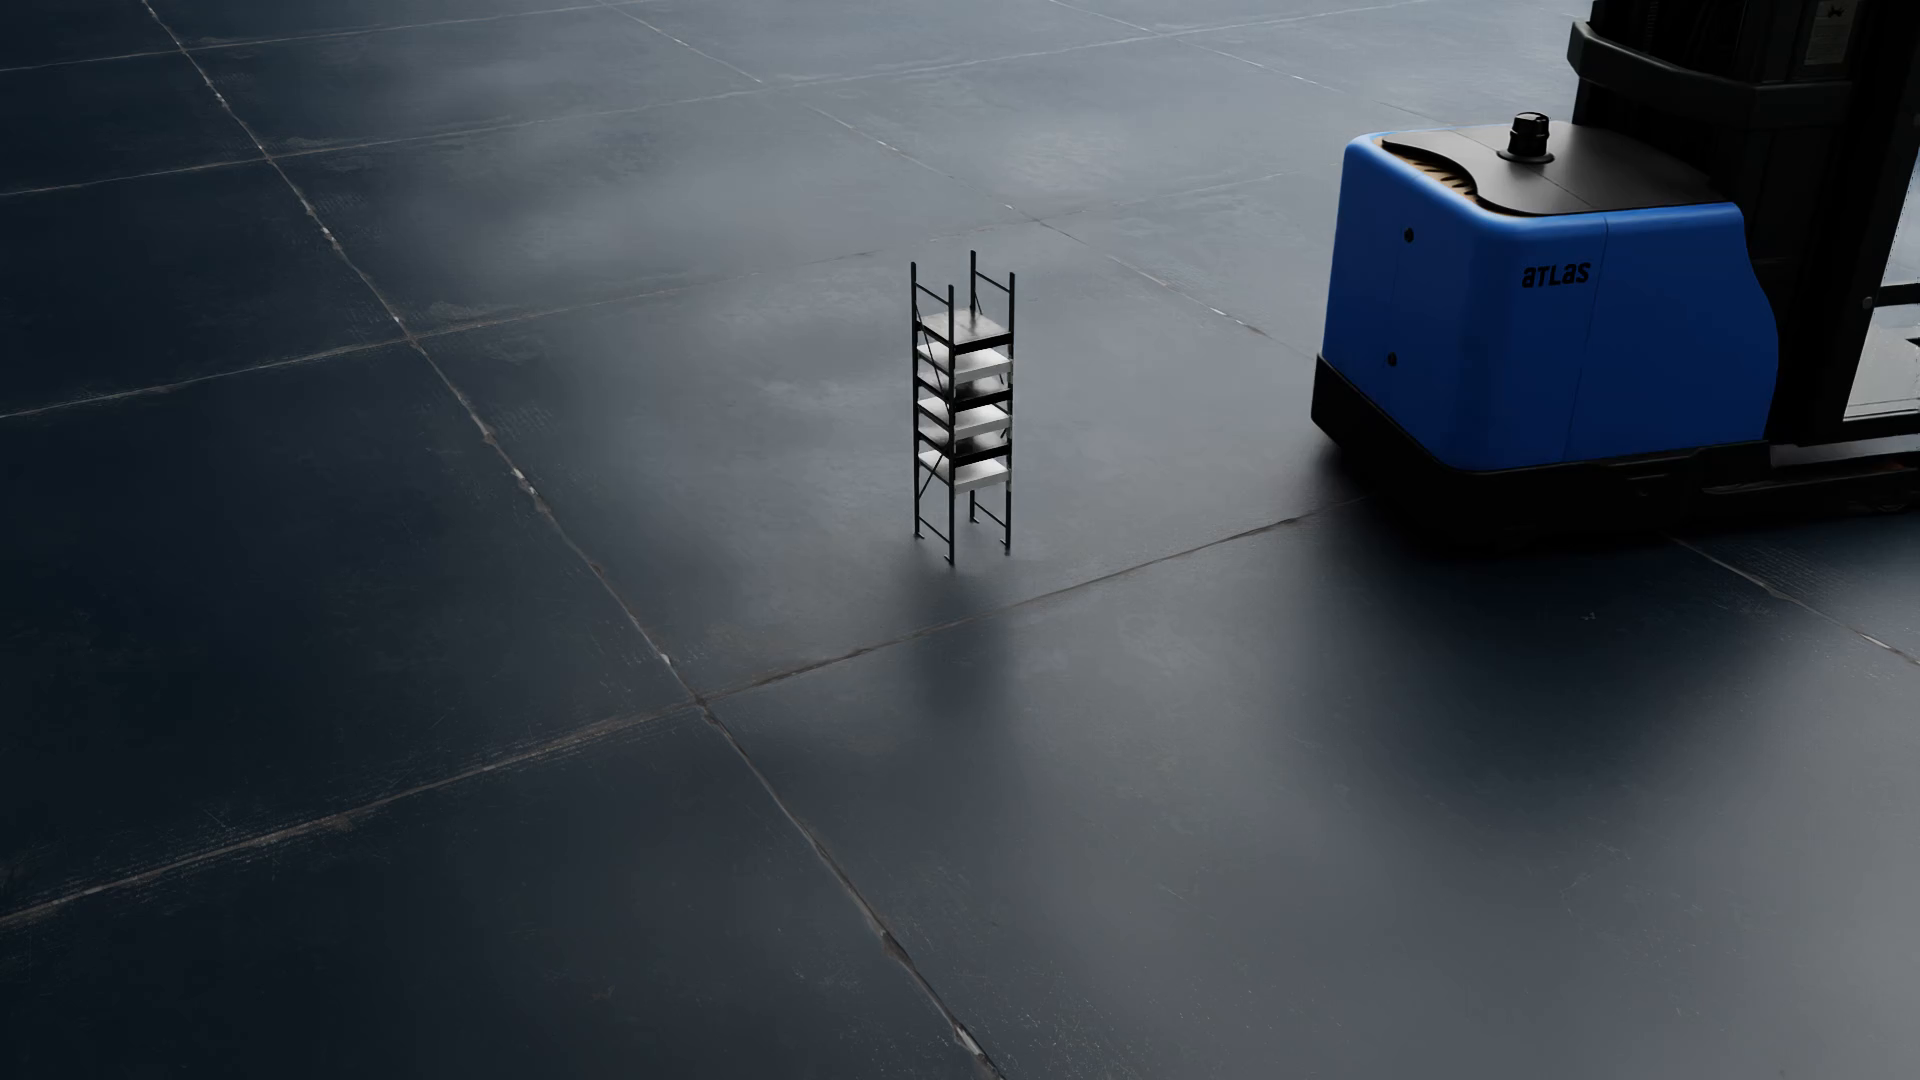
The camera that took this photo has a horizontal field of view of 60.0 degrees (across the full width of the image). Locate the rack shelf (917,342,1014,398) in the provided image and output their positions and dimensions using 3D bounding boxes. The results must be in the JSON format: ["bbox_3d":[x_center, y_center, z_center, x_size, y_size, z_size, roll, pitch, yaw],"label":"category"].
[{"bbox_3d":[0.007,-0.524,4.965,0.200,0.077,0.258,-16,33,-26],"label":"rack shelf"}]

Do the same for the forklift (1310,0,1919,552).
[{"bbox_3d":[2.815,-1.615,5.143,3.031,2.935,1.130,-7,30,-12],"label":"forklift"}]

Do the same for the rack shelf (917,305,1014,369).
[{"bbox_3d":[0.007,-0.603,4.922,0.200,0.077,0.258,-16,33,-26],"label":"rack shelf"}]

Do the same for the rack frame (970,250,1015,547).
[{"bbox_3d":[0.095,-0.421,5.081,0.006,0.900,0.240,-16,33,-26],"label":"rack frame"}]

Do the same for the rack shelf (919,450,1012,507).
[{"bbox_3d":[0.007,-0.209,5.139,0.200,0.077,0.258,-16,33,-26],"label":"rack shelf"}]

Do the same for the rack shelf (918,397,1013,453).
[{"bbox_3d":[0.007,-0.367,5.052,0.200,0.077,0.258,-16,33,-26],"label":"rack shelf"}]

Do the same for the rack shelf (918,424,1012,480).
[{"bbox_3d":[0.007,-0.288,5.096,0.200,0.077,0.258,-16,33,-26],"label":"rack shelf"}]

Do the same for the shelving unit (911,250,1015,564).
[{"bbox_3d":[0.007,-0.396,5.036,0.210,0.900,0.258,-16,33,-26],"label":"shelving unit"}]

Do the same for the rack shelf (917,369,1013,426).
[{"bbox_3d":[0.007,-0.446,5.009,0.200,0.077,0.258,-16,33,-26],"label":"rack shelf"}]

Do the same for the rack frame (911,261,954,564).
[{"bbox_3d":[-0.081,-0.371,4.991,0.006,0.900,0.240,-16,33,-26],"label":"rack frame"}]
